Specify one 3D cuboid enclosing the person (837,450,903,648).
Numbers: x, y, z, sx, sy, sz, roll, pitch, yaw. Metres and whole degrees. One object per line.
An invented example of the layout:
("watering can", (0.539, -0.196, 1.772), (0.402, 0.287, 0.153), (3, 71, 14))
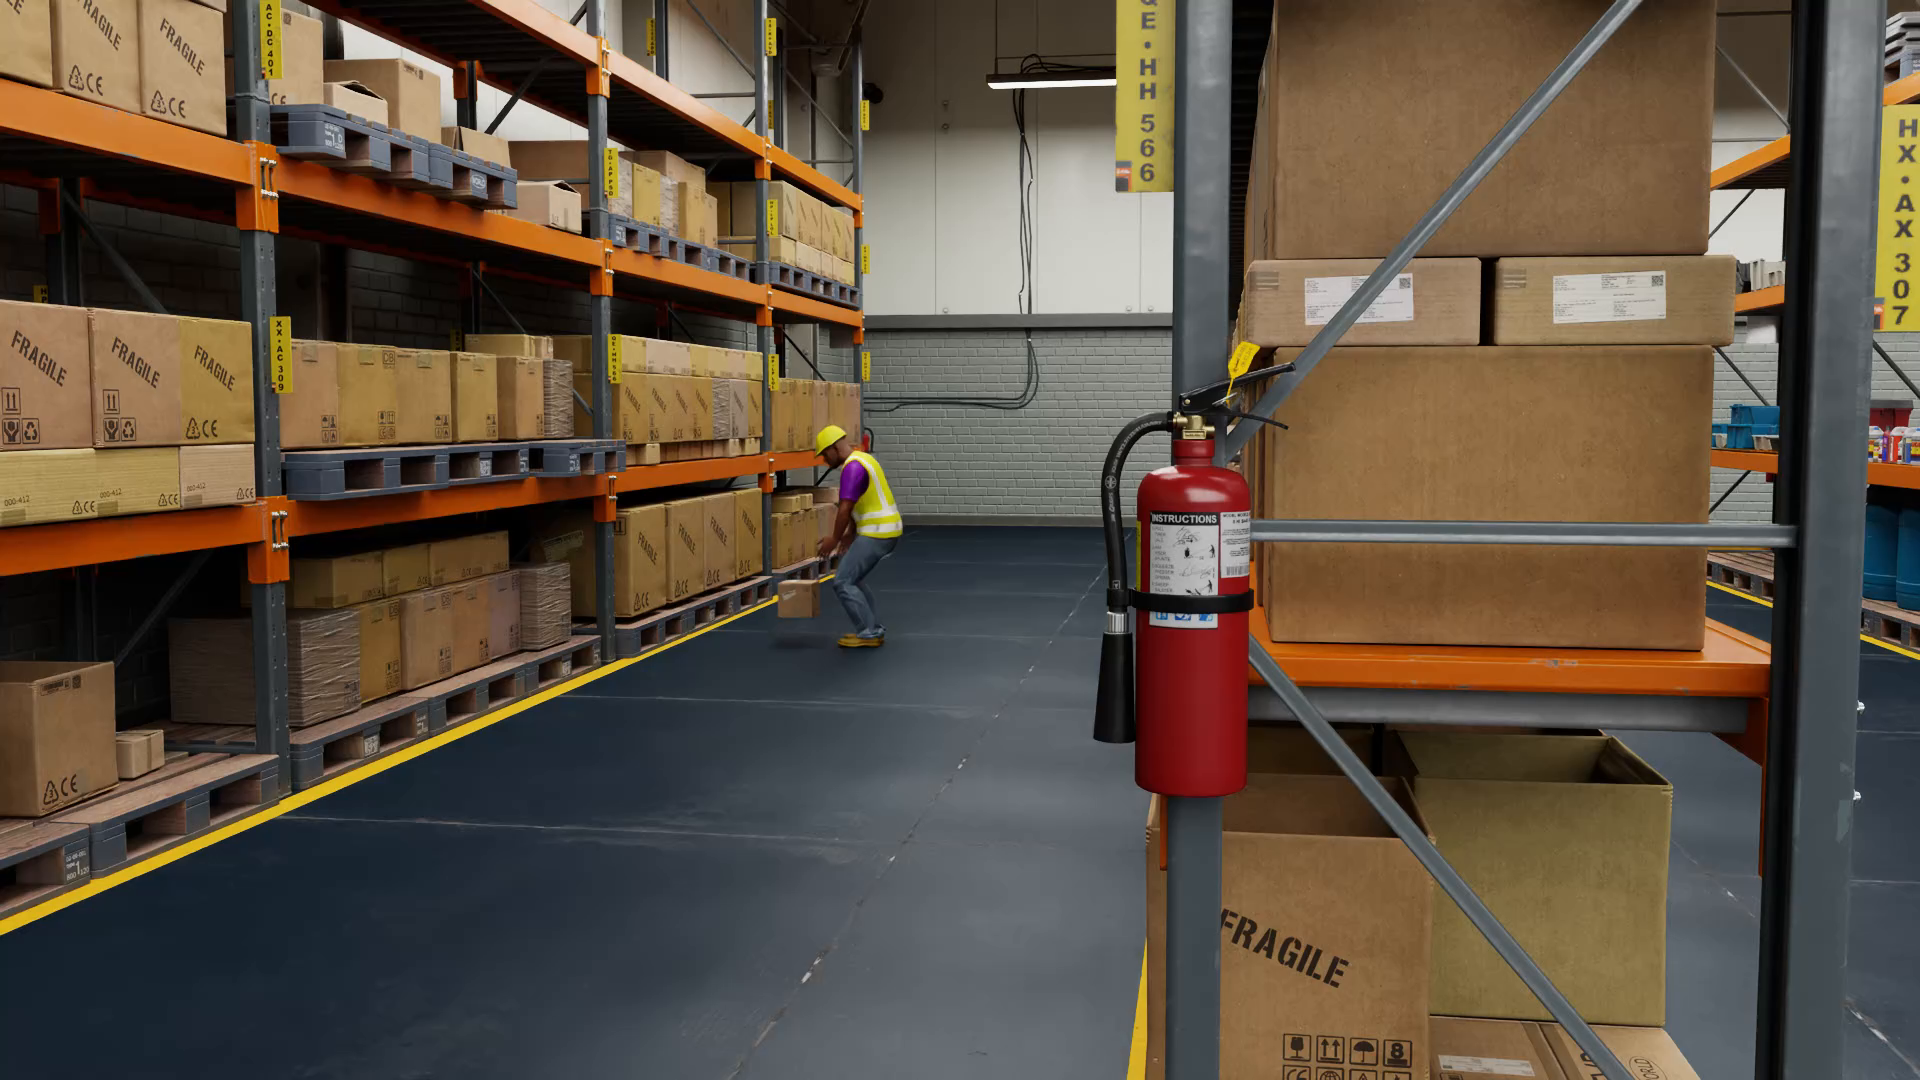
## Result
("person", (7.270, -0.380, 6.159), (17.998, 3.197, 9.355), (1, 4, 9))
